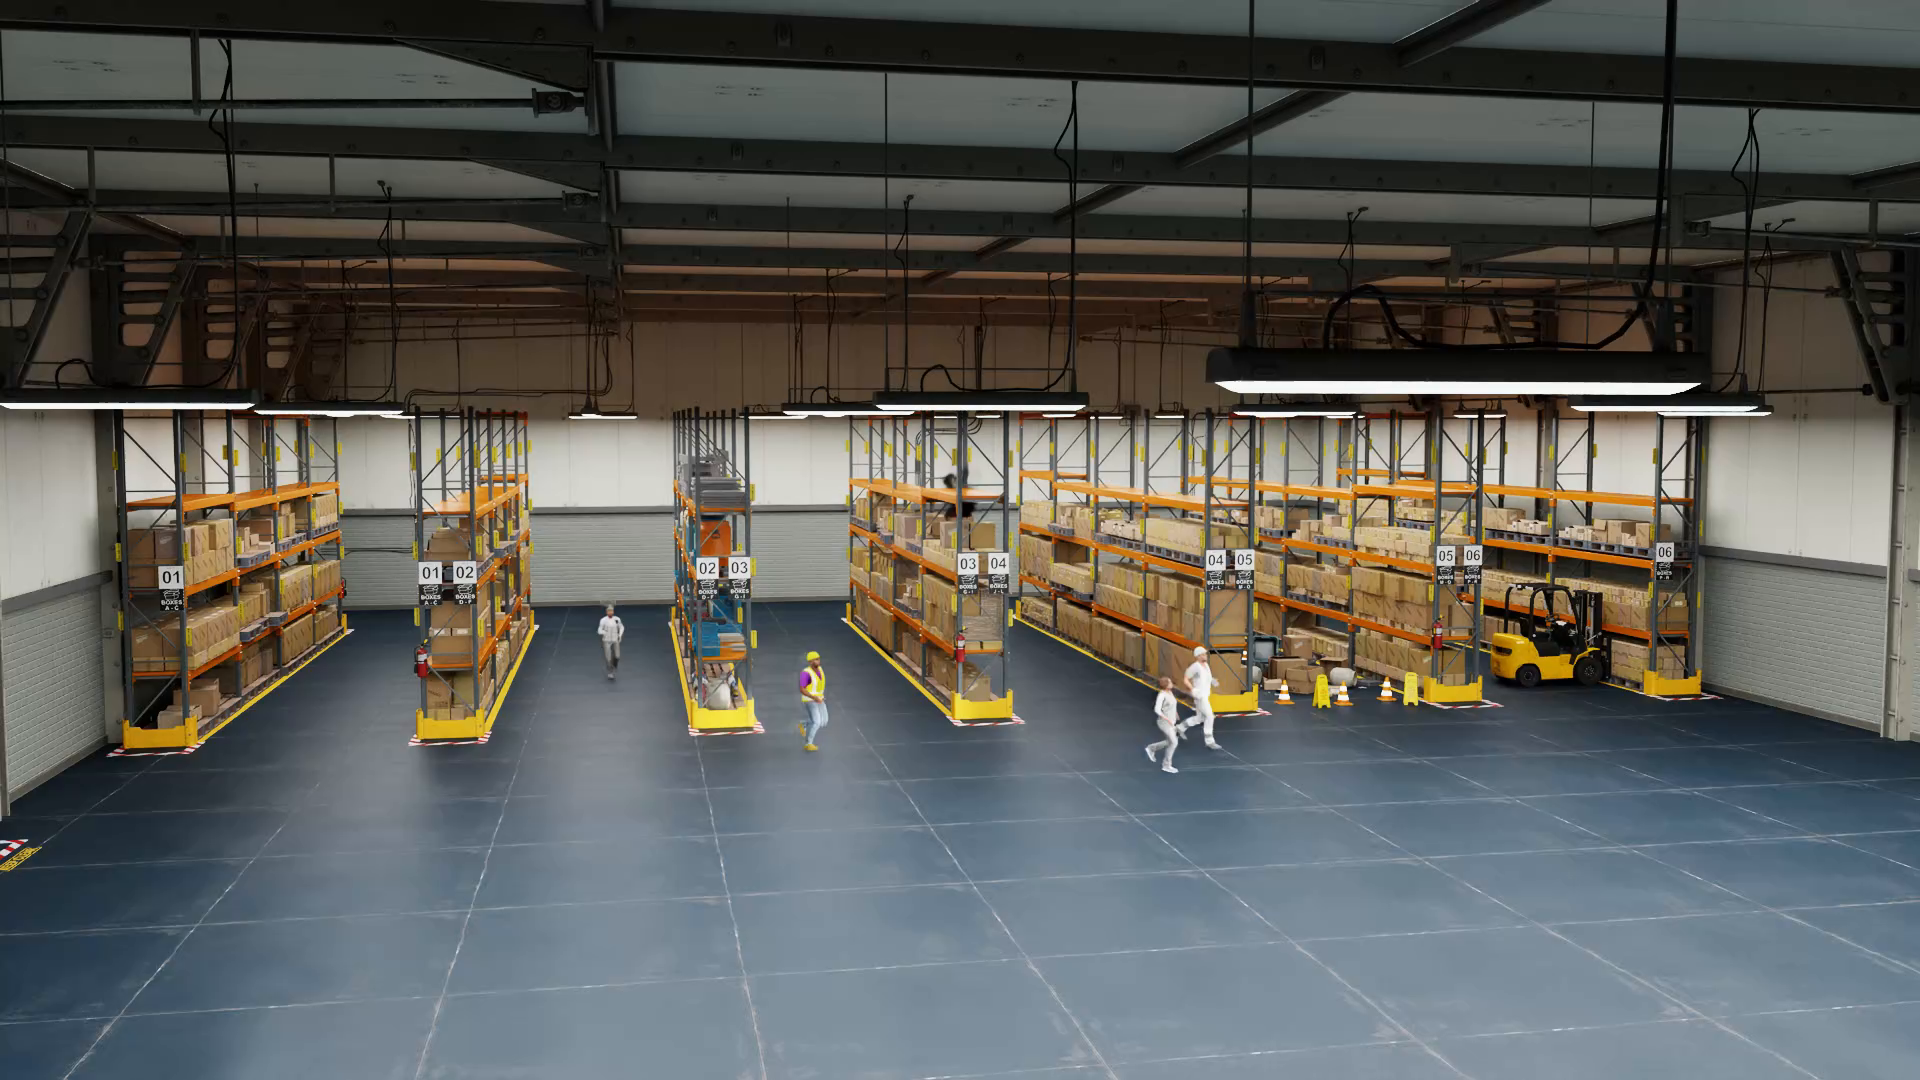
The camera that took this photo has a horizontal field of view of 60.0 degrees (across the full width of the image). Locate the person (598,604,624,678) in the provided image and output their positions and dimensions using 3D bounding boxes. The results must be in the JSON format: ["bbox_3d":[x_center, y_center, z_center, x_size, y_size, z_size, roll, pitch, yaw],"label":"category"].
[{"bbox_3d":[-7.743,2.252,36.980,0.591,1.656,0.518,-1,4,-20],"label":"person"}]

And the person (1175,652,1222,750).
[{"bbox_3d":[4.216,2.782,29.227,0.840,1.741,0.643,2,5,27],"label":"person"}]

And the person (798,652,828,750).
[{"bbox_3d":[-2.576,2.801,29.079,0.654,1.726,0.721,2,5,28],"label":"person"}]

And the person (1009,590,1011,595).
[{"bbox_3d":[1.095,1.705,45.572,0.572,1.599,0.692,-2,4,-21],"label":"person"}]

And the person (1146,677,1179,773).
[{"bbox_3d":[3.315,3.016,27.260,0.557,1.573,0.540,2,4,23],"label":"person"}]
